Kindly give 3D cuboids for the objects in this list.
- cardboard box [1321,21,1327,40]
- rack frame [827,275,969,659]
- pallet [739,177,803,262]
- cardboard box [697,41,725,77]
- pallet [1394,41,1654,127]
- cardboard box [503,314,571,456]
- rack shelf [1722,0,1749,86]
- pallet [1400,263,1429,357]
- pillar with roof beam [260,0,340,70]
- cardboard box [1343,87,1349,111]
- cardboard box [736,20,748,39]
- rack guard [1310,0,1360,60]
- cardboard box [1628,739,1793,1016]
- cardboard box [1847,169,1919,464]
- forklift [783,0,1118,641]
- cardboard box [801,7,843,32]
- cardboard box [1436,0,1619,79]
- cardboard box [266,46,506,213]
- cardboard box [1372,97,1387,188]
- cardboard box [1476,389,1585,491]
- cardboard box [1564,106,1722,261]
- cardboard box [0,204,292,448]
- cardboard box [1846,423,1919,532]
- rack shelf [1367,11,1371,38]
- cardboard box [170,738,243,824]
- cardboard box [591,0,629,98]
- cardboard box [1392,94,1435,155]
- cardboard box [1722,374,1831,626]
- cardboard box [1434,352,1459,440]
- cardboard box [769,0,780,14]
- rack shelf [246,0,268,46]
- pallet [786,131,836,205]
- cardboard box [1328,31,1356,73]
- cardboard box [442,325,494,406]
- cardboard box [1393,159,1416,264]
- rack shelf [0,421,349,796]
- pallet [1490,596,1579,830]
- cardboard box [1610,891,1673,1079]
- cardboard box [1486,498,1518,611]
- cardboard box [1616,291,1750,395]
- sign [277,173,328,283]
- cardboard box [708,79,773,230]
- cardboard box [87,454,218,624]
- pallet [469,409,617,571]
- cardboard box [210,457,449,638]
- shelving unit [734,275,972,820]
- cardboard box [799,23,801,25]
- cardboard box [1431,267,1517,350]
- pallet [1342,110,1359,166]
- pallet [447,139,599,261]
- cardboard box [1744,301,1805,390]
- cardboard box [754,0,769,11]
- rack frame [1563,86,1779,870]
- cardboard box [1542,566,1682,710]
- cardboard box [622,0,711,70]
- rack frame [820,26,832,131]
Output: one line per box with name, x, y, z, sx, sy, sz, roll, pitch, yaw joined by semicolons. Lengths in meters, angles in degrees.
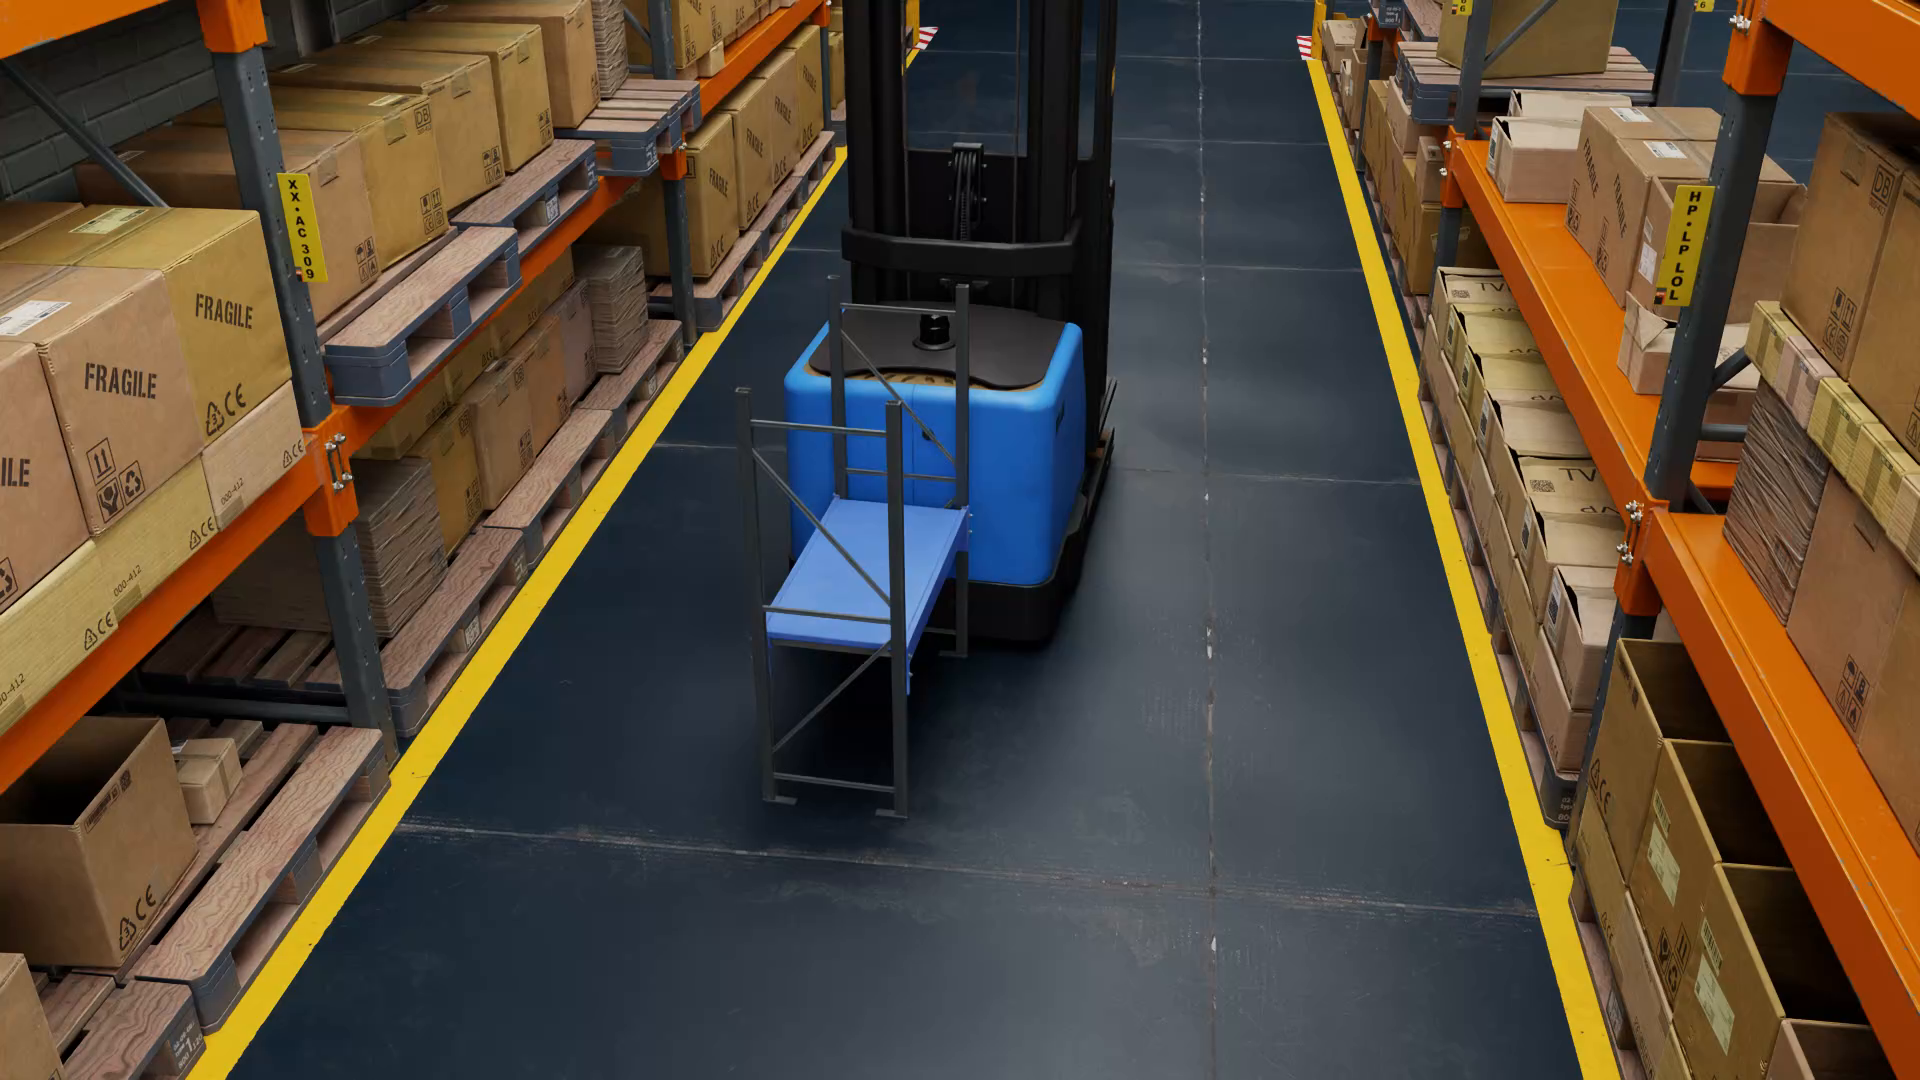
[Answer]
cardboard box;3.529;-4.681;15.319;0.380;0.149;0.250;3;28;6
rack frame;-0.215;-0.234;6.103;0.500;1.500;0.032;5;29;10
pallet;-1.652;-2.152;11.022;1.003;0.211;1.213;3;28;6
cardboard box;-1.549;-2.718;9.377;0.380;0.149;0.250;4;29;8
pallet;2.955;-2.393;8.731;1.213;0.211;1.003;3;28;6
cardboard box;-2.223;-0.720;7.596;0.700;0.500;0.500;3;28;6
rack shelf;2.697;-2.217;5.798;1.077;0.370;4.000;3;28;6
pallet;3.071;-1.276;9.396;1.003;0.211;1.213;3;28;6
pillar with roof beam;1.280;-4.270;5.687;9.100;9.000;0.400;3;28;6
cardboard box;3.206;-3.440;13.015;0.380;0.149;0.250;3;28;6
cardboard box;-1.528;-3.203;10.276;0.380;0.149;0.250;4;29;6
rack guard;3.912;-4.784;15.602;1.175;0.500;0.348;3;28;6
cardboard box;2.030;0.860;4.157;0.500;0.500;0.500;3;28;6
cardboard box;2.343;-0.439;3.430;0.700;0.500;0.500;3;28;6
forklift;0.124;-1.583;7.098;1.130;2.935;3.031;5;29;10
cardboard box;-1.069;-4.190;13.373;0.380;0.149;0.250;4;29;8
cardboard box;2.907;-2.686;8.525;0.700;0.500;0.500;-6;29;-11
cardboard box;-2.244;-1.607;6.501;0.700;0.500;0.500;7;29;13
cardboard box;3.076;-2.665;11.206;0.500;0.500;0.500;4;29;7
cardboard box;2.403;-0.416;6.725;0.500;0.311;0.500;3;28;6
cardboard box;2.752;-1.407;6.594;0.500;0.500;0.500;2;28;3
cardboard box;-2.216;-0.590;4.529;0.500;0.500;0.500;3;28;6
cardboard box;2.135;-0.122;3.525;0.380;0.149;0.250;3;28;6
rack shelf;3.677;-4.662;13.499;1.077;0.370;4.000;3;28;6
cardboard box;-2.501;0.750;5.219;0.380;0.166;0.250;0;28;0
cardboard box;-2.023;-2.456;8.077;0.700;0.500;0.500;0;28;0
cardboard box;2.947;-2.540;10.183;0.500;0.250;0.500;3;28;5
cardboard box;2.403;-0.106;4.179;0.700;0.500;0.500;3;28;5
cardboard box;2.525;-0.662;7.773;0.500;0.250;0.500;3;28;5
cardboard box;-1.399;-3.567;10.953;0.380;0.149;0.250;3;28;6
rack shelf;-2.220;-2.503;6.329;1.077;0.370;4.000;3;28;6
pallet;-1.505;-2.728;12.091;1.003;0.211;1.213;3;28;6
cardboard box;3.451;-4.193;14.305;0.500;0.250;0.500;3;28;6
cardboard box;-2.281;-0.781;6.918;0.500;0.250;0.500;3;28;5
cardboard box;2.887;-1.945;9.869;0.500;0.500;0.500;2;28;4
rack shelf;-2.710;0.701;3.545;1.077;0.370;4.000;3;28;6
pallet;2.503;0.607;5.900;1.003;0.211;1.213;3;28;6
cardboard box;2.027;1.190;4.335;0.500;0.250;0.500;3;28;6
cardboard box;2.341;0.063;6.426;0.500;0.250;0.500;4;29;7
cardboard box;2.377;-0.637;5.411;0.396;0.266;0.258;3;28;5
sign;-1.926;-0.911;4.865;0.100;0.325;0.005;3;28;6
cardboard box;-1.641;-2.429;10.420;0.750;0.750;0.750;3;28;6
cardboard box;-2.292;-0.026;4.272;0.500;0.250;0.500;3;29;6
pallet;-2.224;-0.272;7.533;1.003;0.211;1.213;3;28;6
cardboard box;-2.392;0.002;6.256;0.700;0.500;0.500;4;29;8
shelving unit;-0.316;0.003;5.664;0.538;1.500;1.048;5;29;10
cardboard box;-1.227;-3.990;13.686;0.700;0.500;0.500;3;28;6
cardboard box;2.586;-1.146;8.080;0.500;0.311;0.500;4;29;8
pallet;3.517;-3.133;12.842;1.003;0.211;1.213;3;28;6
pallet;-2.177;-1.422;6.929;1.003;0.211;1.213;3;28;6
cardboard box;2.226;-0.486;4.200;0.380;0.149;0.250;3;28;6
cardboard box;-1.470;-3.563;10.261;0.500;0.500;0.500;4;29;8
rack frame;2.451;-0.271;4.591;1.000;3.000;0.127;3;28;6
cardboard box;2.217;0.300;5.395;0.500;0.311;0.500;3;28;6
cardboard box;-1.662;-2.838;8.915;0.500;0.500;0.500;4;29;8
rack frame;-1.485;-4.323;12.112;1.000;3.000;0.127;3;28;6
